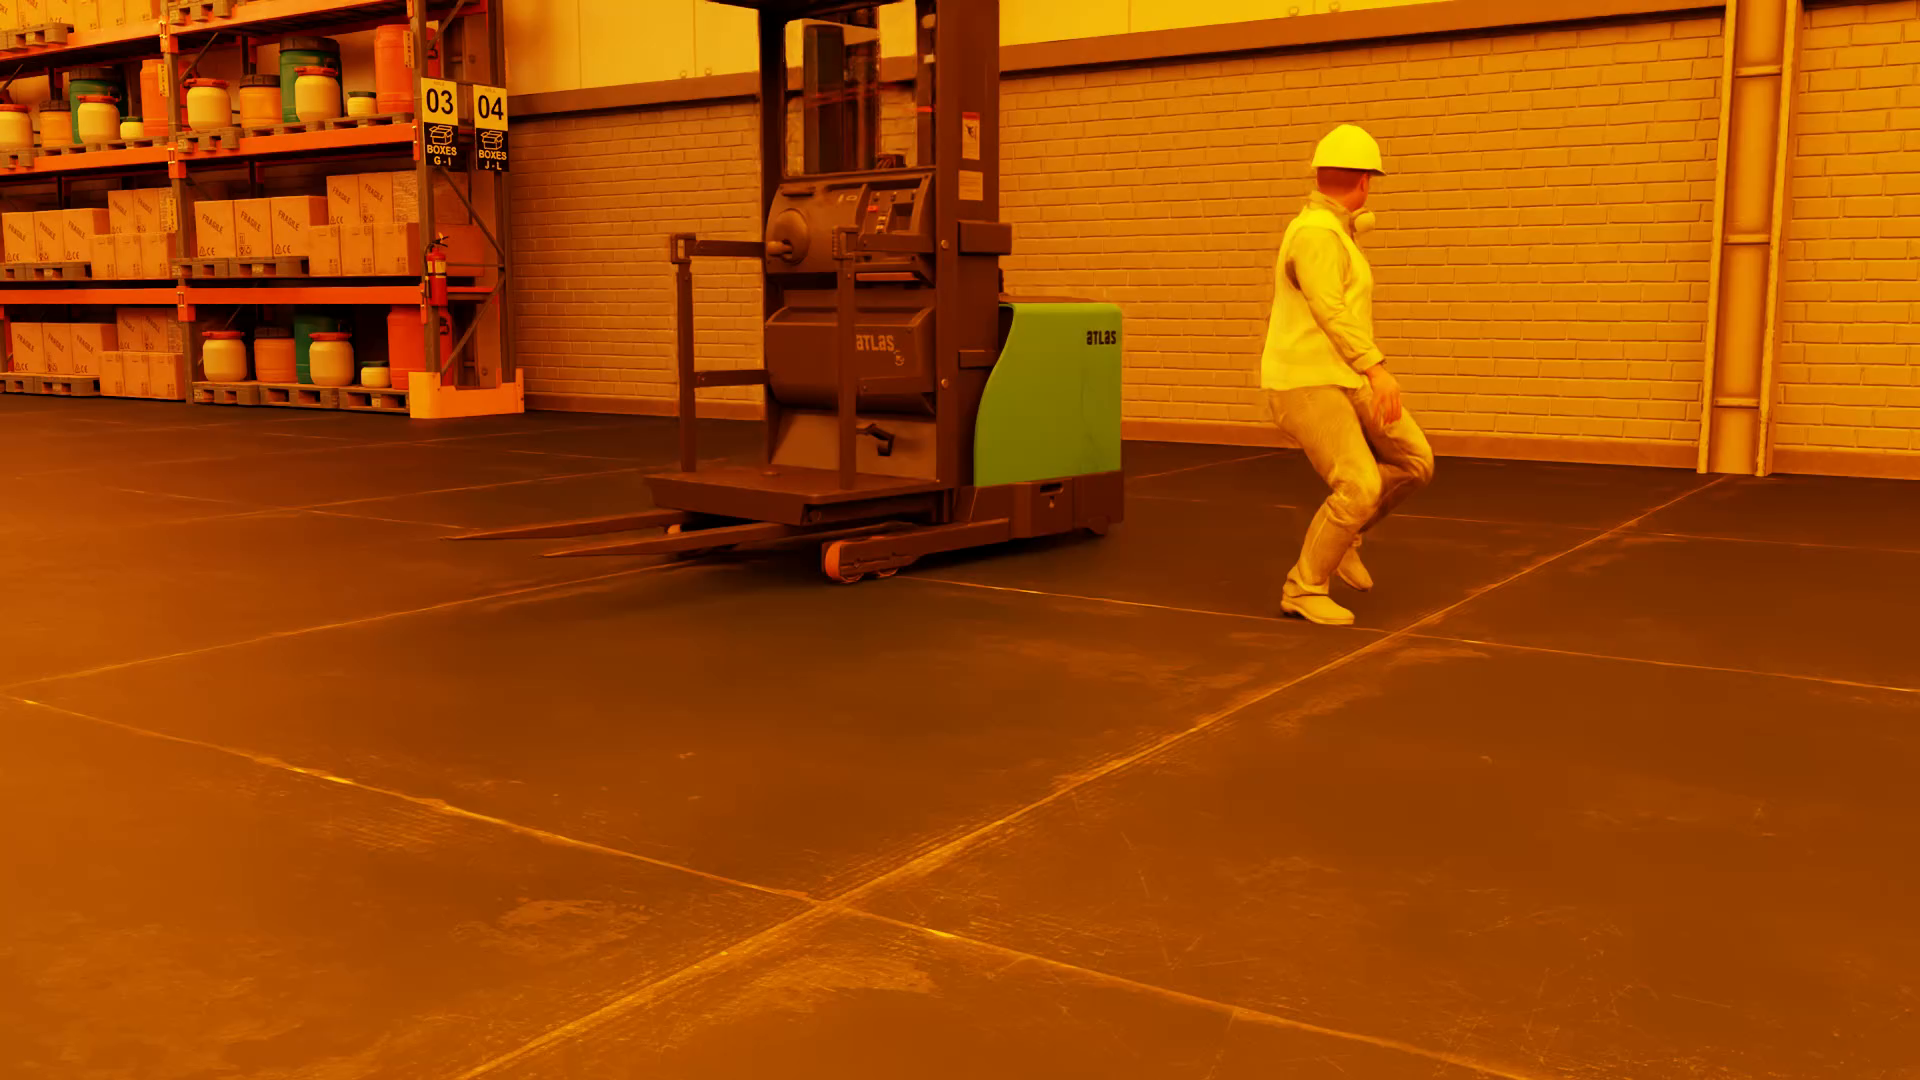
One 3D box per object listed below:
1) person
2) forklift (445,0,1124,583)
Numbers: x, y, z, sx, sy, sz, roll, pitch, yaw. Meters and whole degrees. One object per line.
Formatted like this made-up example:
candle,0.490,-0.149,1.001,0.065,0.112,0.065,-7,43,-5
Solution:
person,1.313,-0.569,5.746,0.596,1.675,0.802,5,9,30
forklift,-0.615,-1.364,6.788,1.130,2.935,3.031,7,11,42
